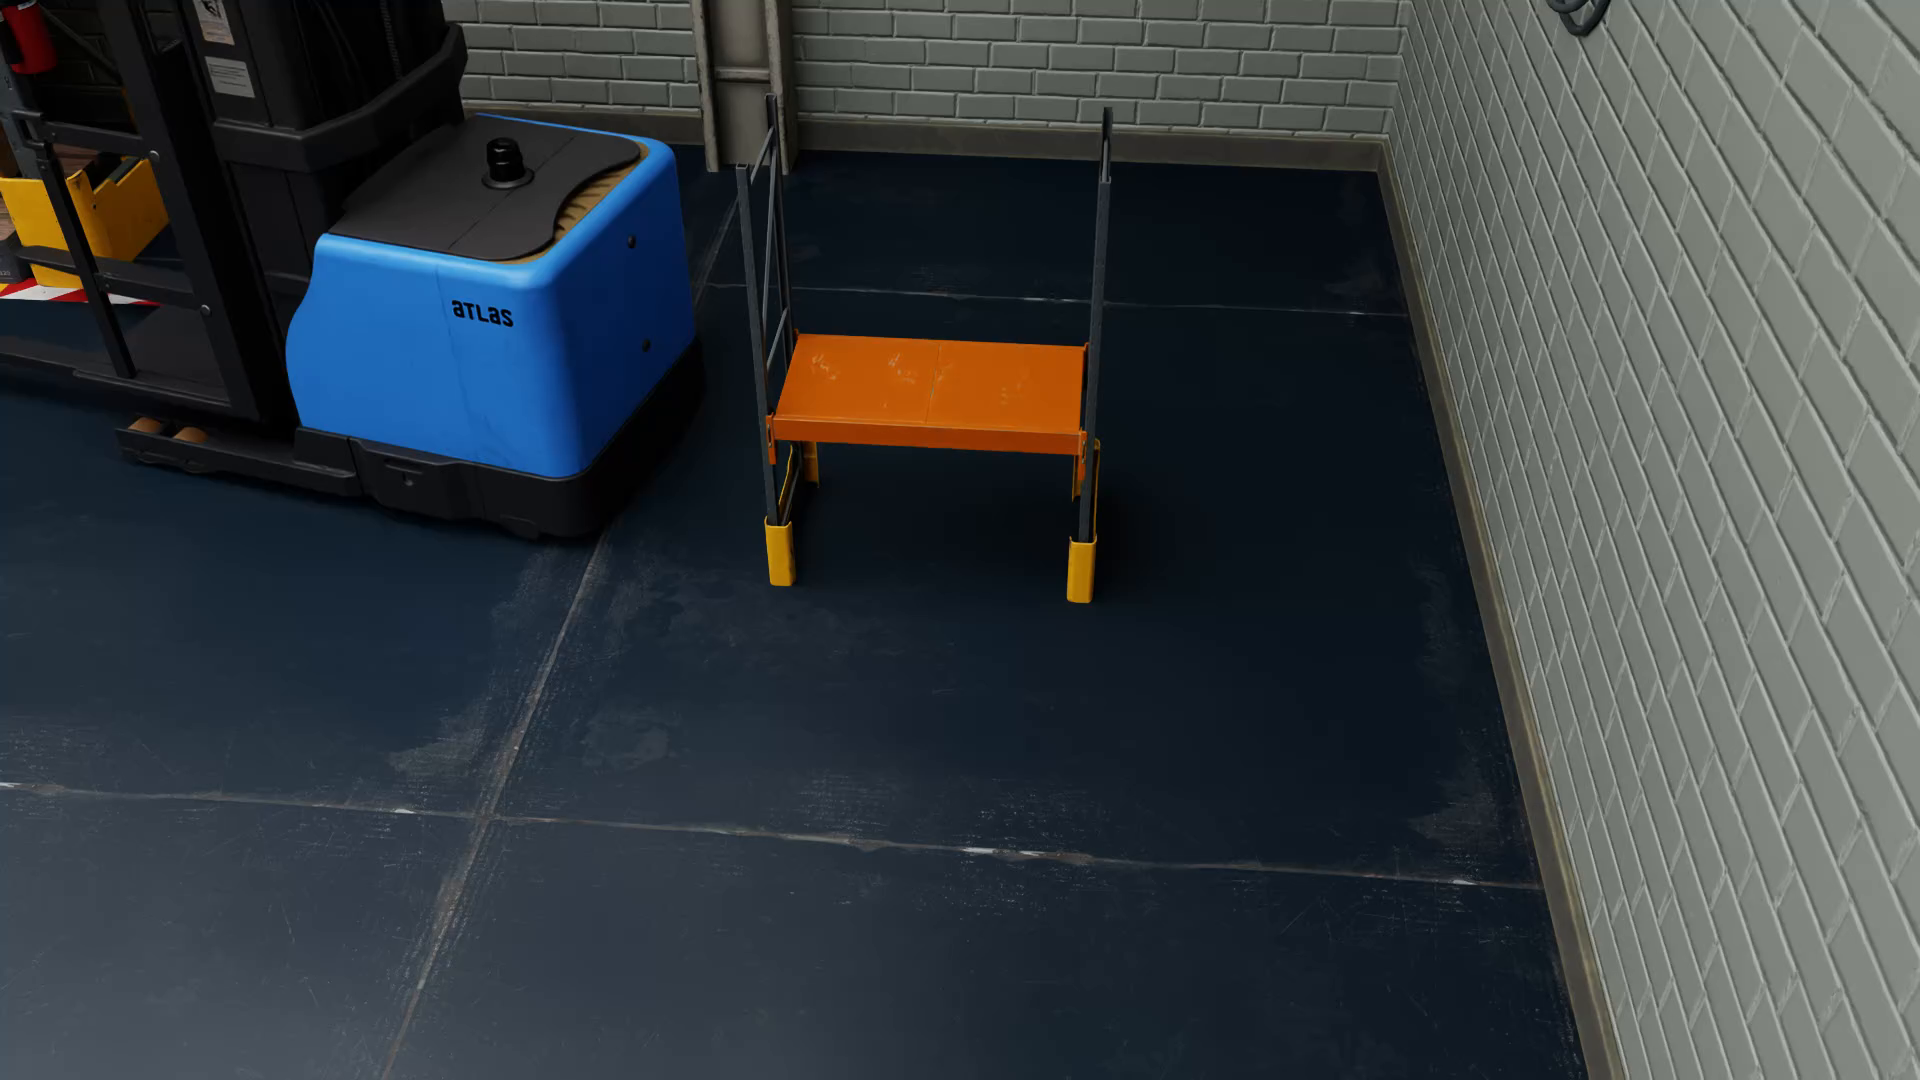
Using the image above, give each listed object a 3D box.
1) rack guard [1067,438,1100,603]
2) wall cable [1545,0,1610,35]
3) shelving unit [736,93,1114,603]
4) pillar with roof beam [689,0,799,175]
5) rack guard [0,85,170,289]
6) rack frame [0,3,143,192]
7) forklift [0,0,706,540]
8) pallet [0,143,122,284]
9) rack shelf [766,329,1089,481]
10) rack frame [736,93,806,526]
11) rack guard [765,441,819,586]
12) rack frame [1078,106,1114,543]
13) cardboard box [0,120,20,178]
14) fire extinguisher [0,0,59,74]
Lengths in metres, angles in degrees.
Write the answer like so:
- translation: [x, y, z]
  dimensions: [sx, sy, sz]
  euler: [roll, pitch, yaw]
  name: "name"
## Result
- translation: [0.420, -0.074, 5.643]
  dimensions: [0.087, 0.250, 0.587]
  euler: [3, 39, 4]
  name: "rack guard"
- translation: [1.848, -3.193, 5.004]
  dimensions: [0.112, 2.526, 3.097]
  euler: [3, 39, 4]
  name: "wall cable"
- translation: [-0.076, -0.586, 5.282]
  dimensions: [1.083, 1.500, 0.587]
  euler: [3, 39, 4]
  name: "shelving unit"
- translation: [-1.363, -2.619, 1.840]
  dimensions: [0.400, 9.000, 9.100]
  euler: [3, 39, 4]
  name: "pillar with roof beam"
- translation: [-3.732, -1.633, 7.360]
  dimensions: [0.348, 0.500, 1.175]
  euler: [3, 39, 4]
  name: "rack guard"
- translation: [-3.756, -2.603, 6.572]
  dimensions: [0.127, 3.000, 1.000]
  euler: [3, 39, 4]
  name: "rack frame"
- translation: [-2.544, -1.683, 5.495]
  dimensions: [3.031, 2.935, 1.130]
  euler: [12, 41, 14]
  name: "forklift"
- translation: [-4.559, -1.516, 7.446]
  dimensions: [1.213, 0.211, 1.003]
  euler: [3, 39, 4]
  name: "pallet"
- translation: [-0.085, -0.447, 5.396]
  dimensions: [1.000, 0.185, 0.538]
  euler: [3, 39, 4]
  name: "rack shelf"
- translation: [-0.591, -0.614, 5.316]
  dimensions: [0.032, 1.500, 0.500]
  euler: [3, 39, 4]
  name: "rack frame"
- translation: [-0.572, -0.128, 5.710]
  dimensions: [0.087, 0.250, 0.587]
  euler: [3, 39, 4]
  name: "rack guard"
- translation: [0.421, -0.559, 5.248]
  dimensions: [0.032, 1.500, 0.500]
  euler: [3, 39, 4]
  name: "rack frame"
- translation: [-4.462, -1.772, 7.198]
  dimensions: [0.500, 0.500, 0.700]
  euler: [3, 39, 4]
  name: "cardboard box"
- translation: [-3.646, -2.130, 6.348]
  dimensions: [0.183, 0.674, 0.296]
  euler: [3, 39, 4]
  name: "fire extinguisher"
